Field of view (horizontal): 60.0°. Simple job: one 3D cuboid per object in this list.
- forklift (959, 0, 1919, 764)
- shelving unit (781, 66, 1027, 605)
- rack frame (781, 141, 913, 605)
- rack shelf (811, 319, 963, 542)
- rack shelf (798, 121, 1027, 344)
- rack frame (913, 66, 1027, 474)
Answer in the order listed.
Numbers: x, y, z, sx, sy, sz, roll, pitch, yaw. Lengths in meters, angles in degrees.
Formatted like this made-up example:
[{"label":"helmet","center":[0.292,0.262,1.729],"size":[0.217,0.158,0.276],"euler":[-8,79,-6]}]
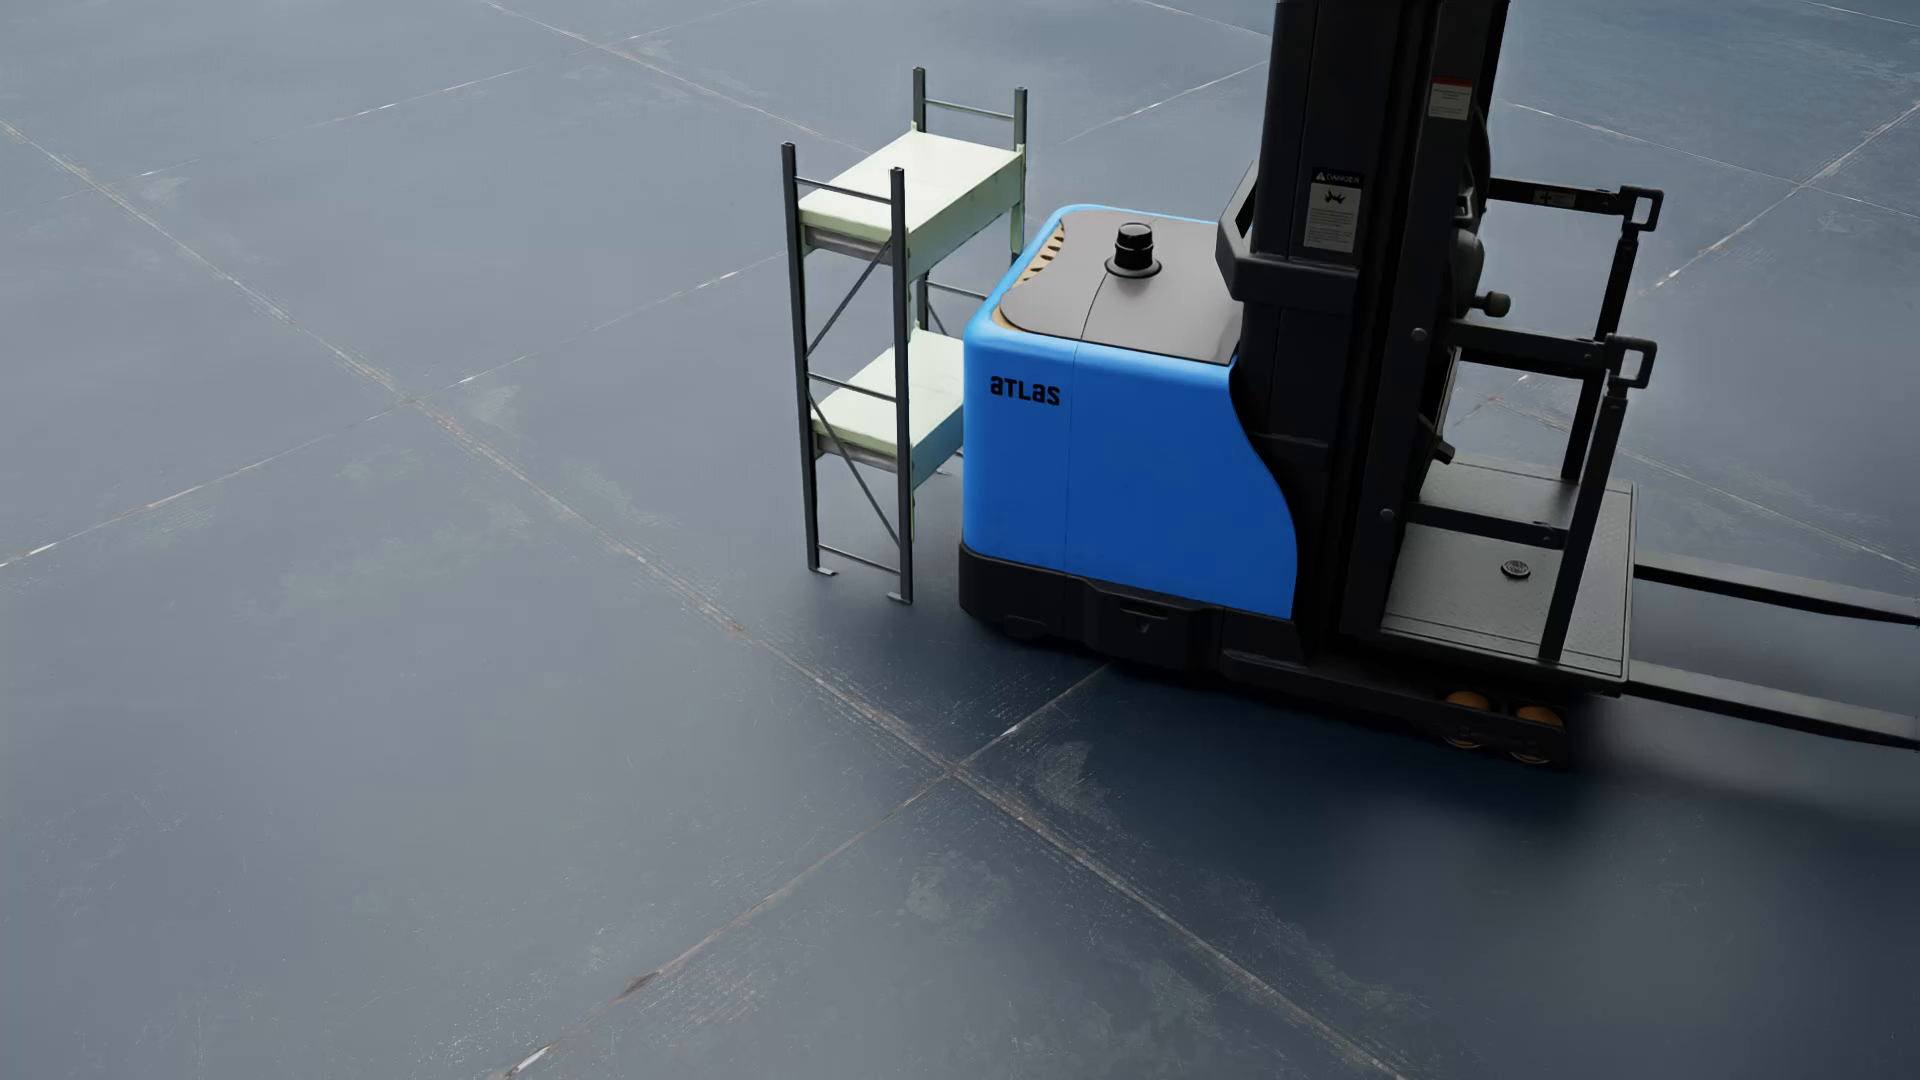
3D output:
[{"label":"forklift","center":[1.568,-0.899,4.476],"size":[3.031,2.935,1.130],"euler":[12,37,16]},{"label":"shelving unit","center":[-0.152,-0.647,5.367],"size":[0.431,1.500,0.755],"euler":[18,39,24]},{"label":"rack frame","center":[-0.333,-0.466,5.106],"size":[0.400,1.500,0.023],"euler":[18,39,24]},{"label":"rack shelf","center":[-0.152,-0.380,5.554],"size":[0.431,0.370,0.720],"euler":[18,39,24]},{"label":"rack shelf","center":[-0.152,-0.968,5.144],"size":[0.431,0.370,0.720],"euler":[18,39,24]},{"label":"rack frame","center":[0.029,-0.829,5.628],"size":[0.400,1.500,0.023],"euler":[18,39,24]}]
